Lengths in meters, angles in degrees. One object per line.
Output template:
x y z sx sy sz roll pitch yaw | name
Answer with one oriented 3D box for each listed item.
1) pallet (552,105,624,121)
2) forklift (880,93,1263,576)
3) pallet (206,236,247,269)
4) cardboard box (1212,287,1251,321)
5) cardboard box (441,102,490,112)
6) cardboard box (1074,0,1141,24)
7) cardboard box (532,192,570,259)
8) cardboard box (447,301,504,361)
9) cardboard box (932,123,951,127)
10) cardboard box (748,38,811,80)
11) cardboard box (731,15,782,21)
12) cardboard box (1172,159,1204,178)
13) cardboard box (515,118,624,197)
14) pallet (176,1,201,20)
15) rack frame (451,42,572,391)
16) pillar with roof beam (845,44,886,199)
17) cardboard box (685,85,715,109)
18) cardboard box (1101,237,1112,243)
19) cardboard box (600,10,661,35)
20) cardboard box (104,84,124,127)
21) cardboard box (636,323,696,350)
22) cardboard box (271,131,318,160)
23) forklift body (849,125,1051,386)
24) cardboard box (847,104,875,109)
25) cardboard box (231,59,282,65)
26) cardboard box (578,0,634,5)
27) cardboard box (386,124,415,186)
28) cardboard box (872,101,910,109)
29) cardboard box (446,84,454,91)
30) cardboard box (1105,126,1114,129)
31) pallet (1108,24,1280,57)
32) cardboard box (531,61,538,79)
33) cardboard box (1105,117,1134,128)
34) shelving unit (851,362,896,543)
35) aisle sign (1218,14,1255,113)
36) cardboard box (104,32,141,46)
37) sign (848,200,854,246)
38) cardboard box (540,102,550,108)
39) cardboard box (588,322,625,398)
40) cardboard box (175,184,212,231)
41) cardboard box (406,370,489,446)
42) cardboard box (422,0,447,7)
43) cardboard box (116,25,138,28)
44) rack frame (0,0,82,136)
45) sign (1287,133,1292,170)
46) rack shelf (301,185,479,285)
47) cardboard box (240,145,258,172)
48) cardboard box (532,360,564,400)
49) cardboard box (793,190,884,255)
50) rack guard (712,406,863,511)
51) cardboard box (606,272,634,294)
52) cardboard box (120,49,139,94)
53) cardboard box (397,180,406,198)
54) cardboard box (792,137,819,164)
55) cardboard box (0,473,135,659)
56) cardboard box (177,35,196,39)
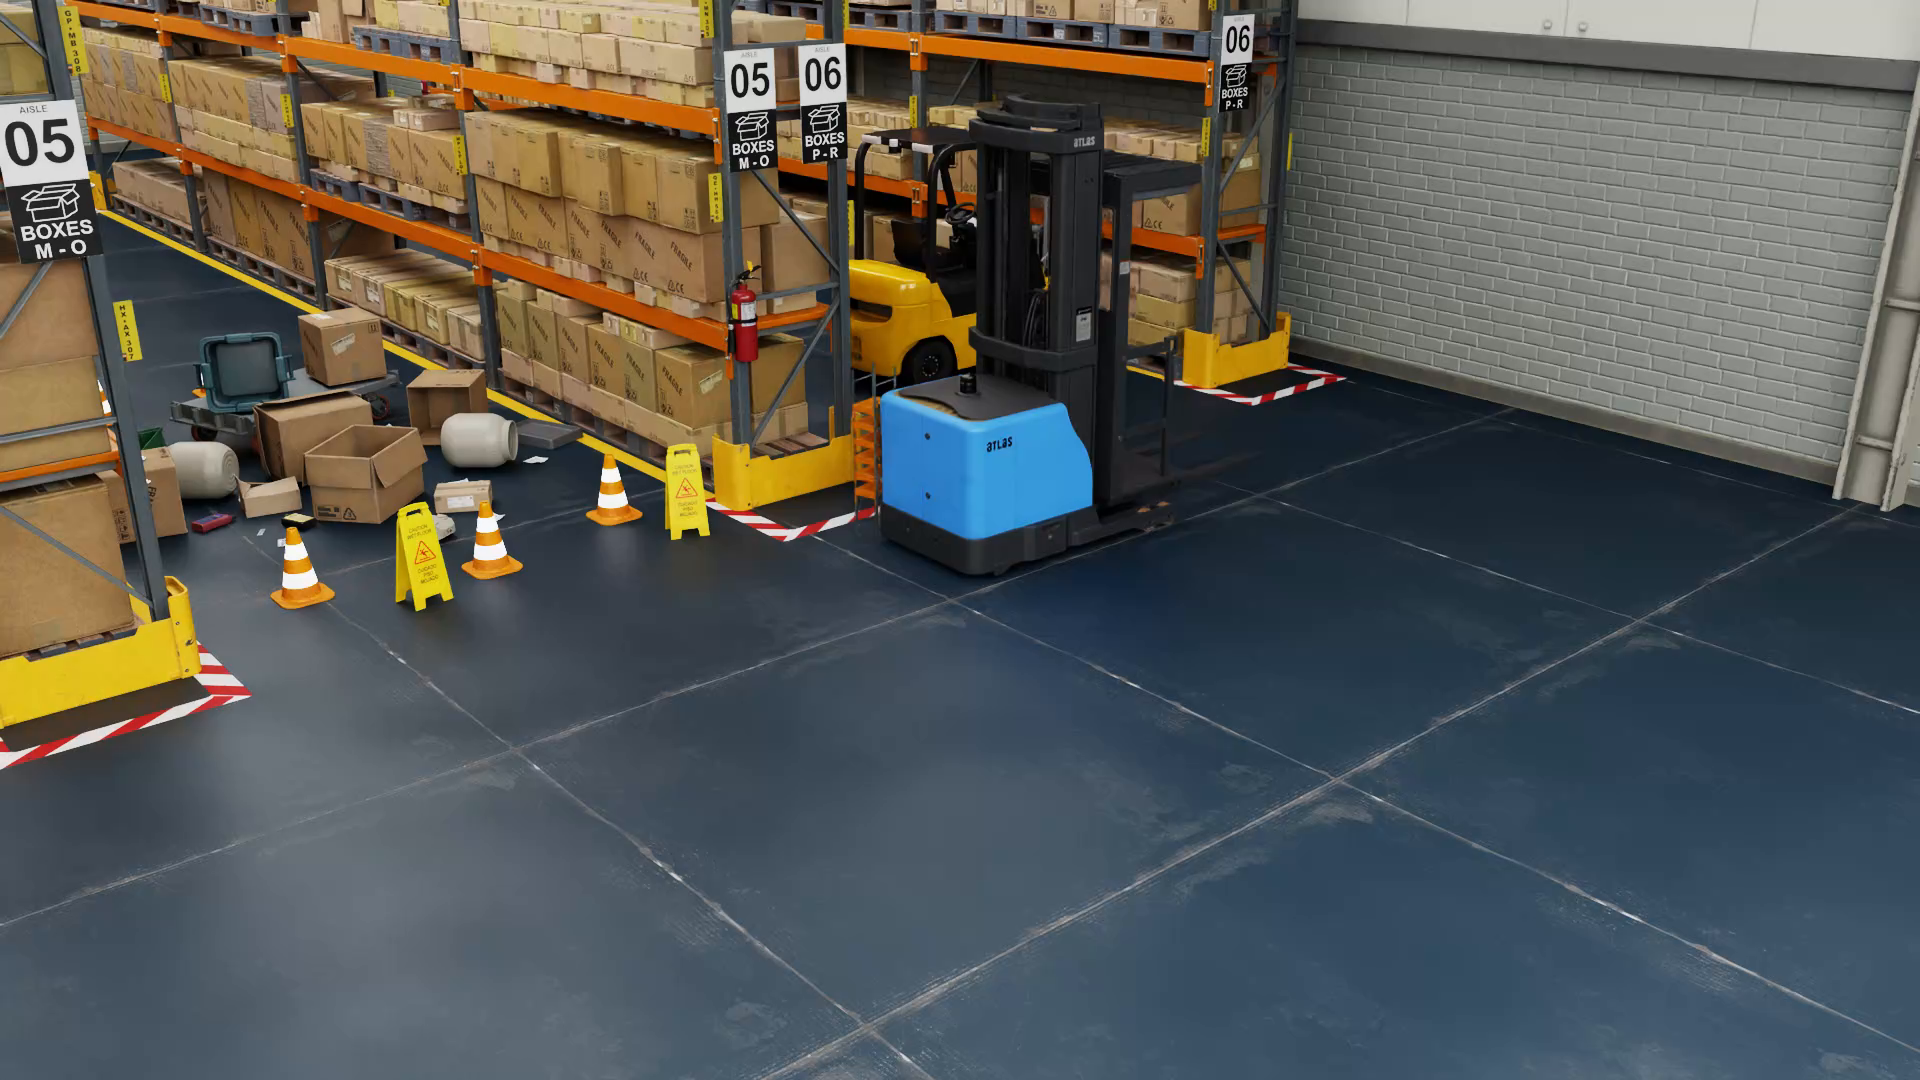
-4.857 -5.921 22.752 1.003 0.211 1.213 -17 27 -37 | pallet
0.914 -1.555 11.436 3.031 2.935 1.130 -17 27 -36 | forklift
-8.493 -3.581 20.337 1.003 0.211 1.213 -17 27 -37 | pallet
2.388 -2.269 15.674 0.500 0.250 0.500 -17 27 -36 | cardboard box
-4.658 -4.037 15.667 0.380 0.149 0.250 -16 26 -35 | cardboard box
1.471 -4.998 15.169 0.700 0.500 0.500 -17 27 -37 | cardboard box
-3.092 -2.586 13.430 0.500 0.500 0.500 -18 28 -38 | cardboard box
-4.176 -1.981 15.455 0.950 0.372 0.625 -17 27 -37 | cardboard box
-0.065 -4.245 17.182 0.380 0.149 0.250 -18 28 -38 | cardboard box
-1.347 -3.427 11.805 0.500 0.250 0.500 -18 28 -38 | cardboard box
-1.474 -3.623 11.759 0.380 0.149 0.250 -18 27 -38 | cardboard box
2.099 -3.320 14.820 0.380 0.149 0.250 -17 27 -37 | cardboard box
-3.084 -3.050 13.243 0.700 0.500 0.500 -18 28 -39 | cardboard box
-8.418 -6.141 19.198 0.805 0.209 1.217 -19 28 -39 | pallet
-3.832 -2.864 14.684 1.000 3.000 0.127 -17 27 -37 | rack frame
-4.412 -6.775 16.443 9.100 9.000 0.400 -17 27 -37 | pillar with roof beam
-1.665 -3.071 11.443 0.380 0.149 0.250 -17 27 -37 | cardboard box
1.391 -2.922 16.654 0.500 0.250 0.500 -18 28 -38 | cardboard box
-2.416 -3.810 12.237 0.380 0.149 0.250 -18 28 -39 | cardboard box
-10.899 -5.747 21.908 0.500 0.500 0.500 -18 27 -38 | cardboard box
-2.232 -1.570 12.657 0.380 0.149 0.250 -16 27 -36 | cardboard box
-6.951 -4.206 17.629 0.500 0.250 0.500 -18 27 -38 | cardboard box
-0.082 -2.636 15.266 2.313 2.155 1.214 -17 27 -37 | forklift body
-1.162 -4.713 18.377 0.380 0.149 0.250 -18 28 -39 | cardboard box
-8.228 -5.382 19.604 0.500 0.500 0.500 -17 27 -36 | cardboard box
-2.861 -4.293 13.469 0.380 0.149 0.250 -16 27 -36 | cardboard box
-4.964 -3.599 15.438 0.500 0.500 0.500 -16 27 -36 | cardboard box
-0.764 -4.840 18.702 0.380 0.149 0.250 -17 27 -37 | cardboard box
-7.699 -7.030 25.664 0.380 0.149 0.250 -17 27 -36 | cardboard box
1.235 -3.806 15.655 0.380 0.149 0.250 -17 27 -36 | cardboard box
2.095 -4.499 14.866 1.003 0.211 1.213 -17 27 -37 | pallet
-3.140 -3.717 13.092 0.380 0.149 0.250 -19 28 -39 | cardboard box
1.492 -4.007 16.166 0.380 0.149 0.250 -17 27 -37 | cardboard box
-0.577 -0.594 11.354 0.189 1.200 0.258 15 26 33 | shelving unit
2.358 -4.064 14.183 0.394 0.787 0.004 -17 27 -37 | aisle sign
-10.807 -6.468 21.487 0.380 0.149 0.250 -17 27 -37 | cardboard box
-0.810 -2.291 12.034 0.100 0.325 0.005 -17 27 -37 | sign
-5.695 -6.168 23.464 0.380 0.149 0.250 -17 27 -37 | cardboard box
-2.608 -1.467 13.284 0.500 0.500 0.500 -18 28 -39 | cardboard box
-9.382 -4.276 21.226 0.875 0.438 0.875 -18 28 -38 | cardboard box
-4.163 -1.082 13.557 0.500 0.500 0.500 0 21 -1 | cardboard box
-4.306 -4.749 14.328 0.500 0.250 0.500 -17 27 -36 | cardboard box
-11.279 -6.942 22.698 0.380 0.149 0.250 -17 27 -37 | cardboard box
-4.905 -3.346 7.688 1.000 3.000 0.127 -17 27 -37 | rack frame
2.962 -3.512 15.043 0.100 0.325 0.005 -17 27 -37 | sign
-5.137 -3.082 16.226 1.077 0.370 4.000 -17 27 -37 | rack shelf
-7.631 -4.258 18.448 0.500 0.250 0.500 -18 28 -38 | cardboard box
-3.294 -1.407 14.159 0.500 0.250 0.500 -16 26 -34 | cardboard box
-1.416 -3.702 19.502 0.875 0.625 0.625 -19 28 -40 | cardboard box
-1.270 -0.616 12.372 1.175 0.500 0.348 -17 27 -37 | rack guard
-2.515 -2.031 12.902 0.380 0.149 0.250 -18 28 -38 | cardboard box
-10.235 -5.932 21.008 0.500 0.500 0.500 -17 27 -37 | cardboard box
-5.032 -3.305 15.577 0.380 0.149 0.250 -17 27 -37 | cardboard box
-1.577 -4.477 19.007 0.500 0.250 0.500 -16 27 -36 | cardboard box
-5.397 0.069 9.532 0.875 0.875 0.875 -17 27 -37 | cardboard box
-9.708 -6.329 21.132 0.380 0.149 0.250 -18 28 -39 | cardboard box
